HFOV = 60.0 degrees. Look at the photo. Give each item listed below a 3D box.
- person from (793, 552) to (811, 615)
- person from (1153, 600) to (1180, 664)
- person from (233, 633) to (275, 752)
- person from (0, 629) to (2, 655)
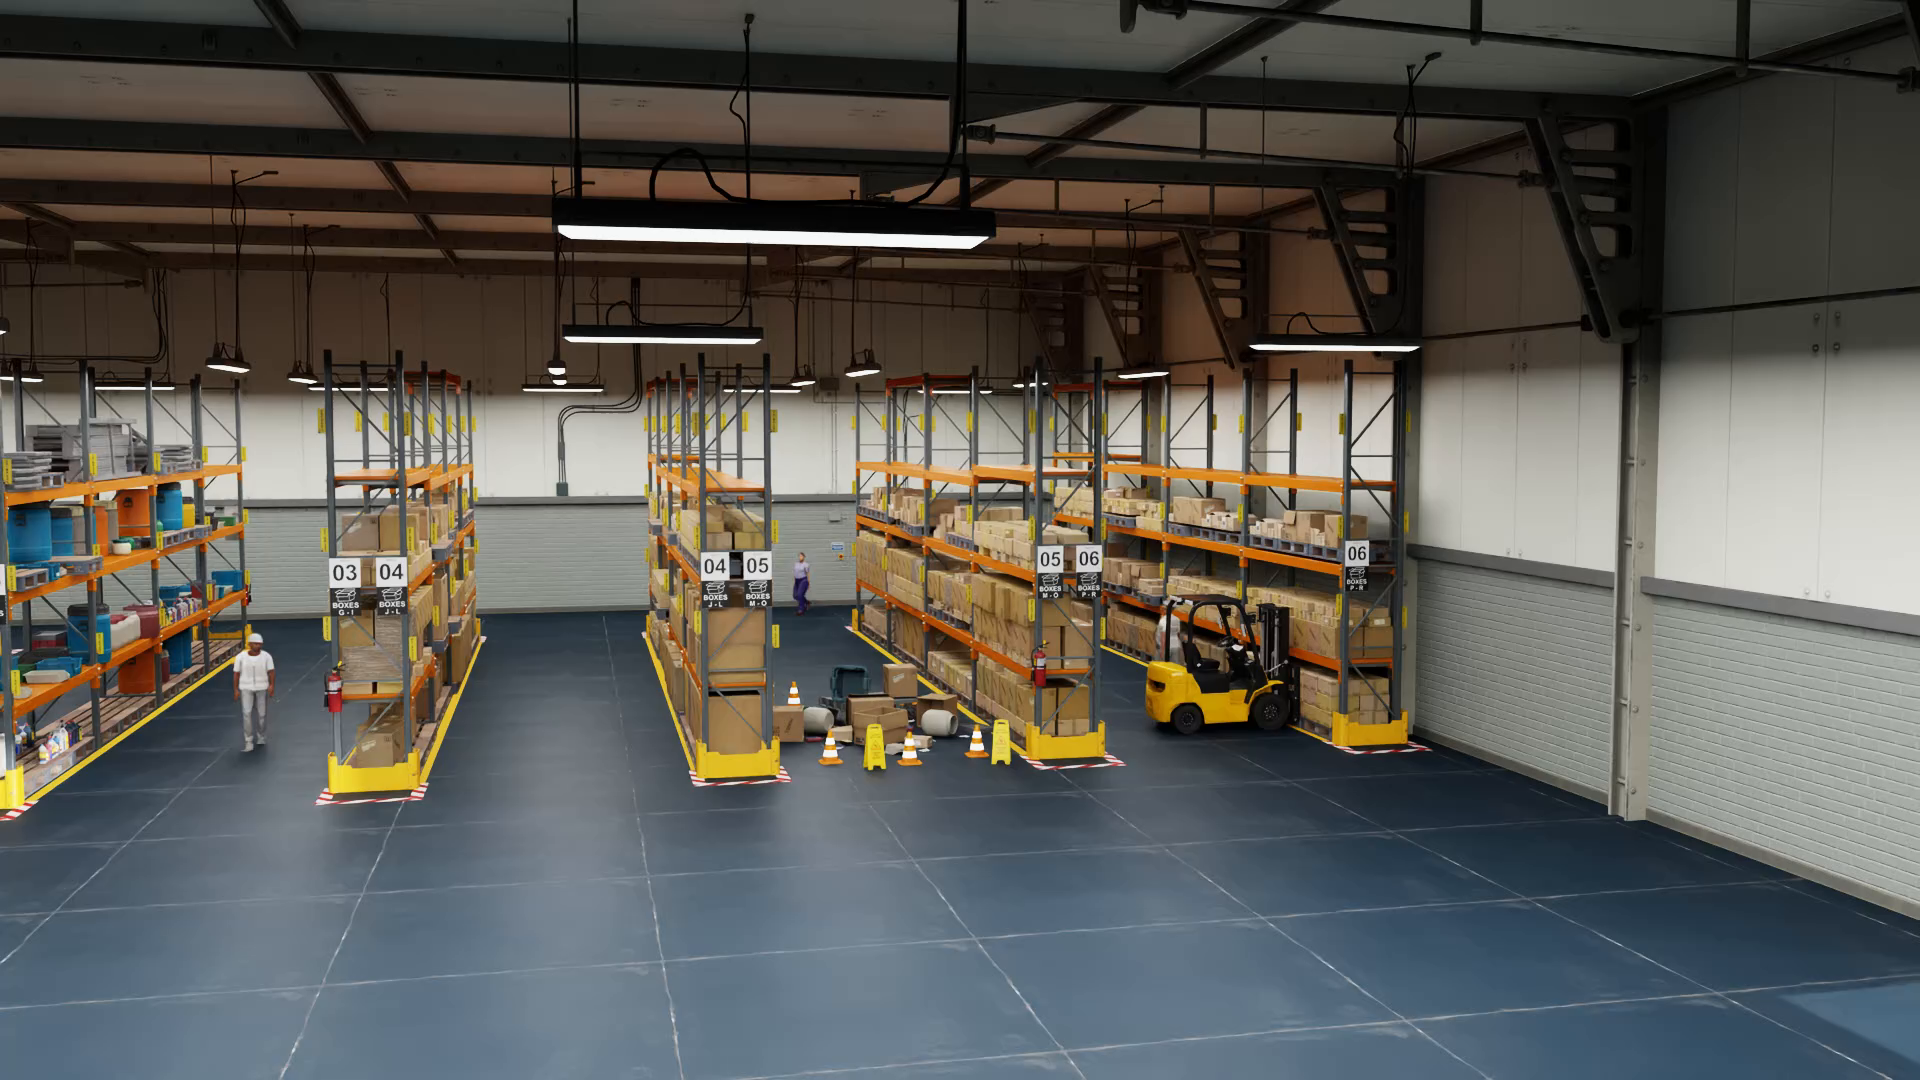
[{"bbox_3d":[-4.136,1.131,43.707,0.671,1.626,0.477,-4,6,-45],"label":"person"},{"bbox_3d":[3.841,2.034,30.476,0.546,1.828,0.599,-2,4,-25],"label":"person"},{"bbox_3d":[-10.916,2.350,25.757,0.600,1.769,0.766,-2,4,-27],"label":"person"},{"bbox_3d":[-17.173,2.134,29.620,0.443,1.576,0.442,0,4,1],"label":"person"}]
